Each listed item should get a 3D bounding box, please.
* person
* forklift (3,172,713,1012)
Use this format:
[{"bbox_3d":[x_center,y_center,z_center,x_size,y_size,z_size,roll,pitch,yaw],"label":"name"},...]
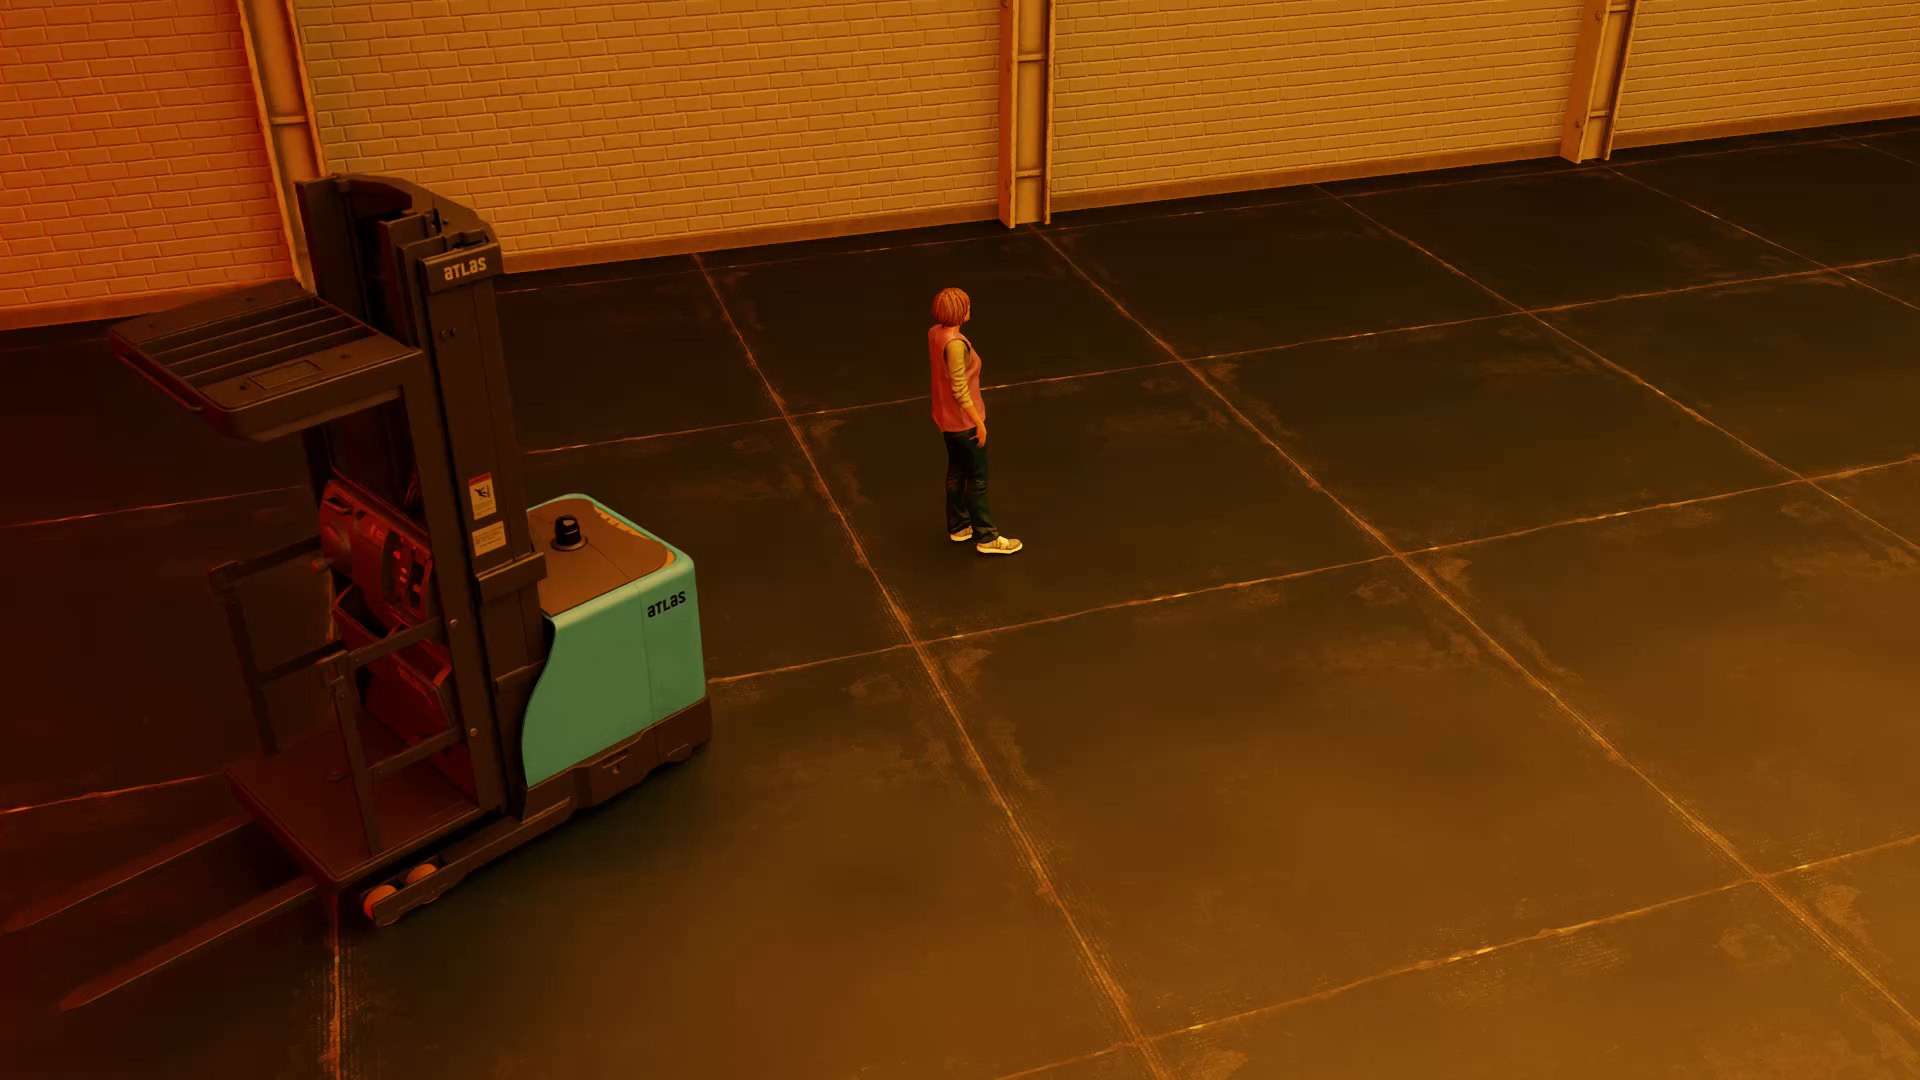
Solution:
[{"bbox_3d":[0.075,-0.704,9.634,0.473,1.599,0.521,-10,31,-16],"label":"person"},{"bbox_3d":[-2.622,0.093,6.925,3.031,2.935,1.130,-26,39,-38],"label":"forklift"}]
